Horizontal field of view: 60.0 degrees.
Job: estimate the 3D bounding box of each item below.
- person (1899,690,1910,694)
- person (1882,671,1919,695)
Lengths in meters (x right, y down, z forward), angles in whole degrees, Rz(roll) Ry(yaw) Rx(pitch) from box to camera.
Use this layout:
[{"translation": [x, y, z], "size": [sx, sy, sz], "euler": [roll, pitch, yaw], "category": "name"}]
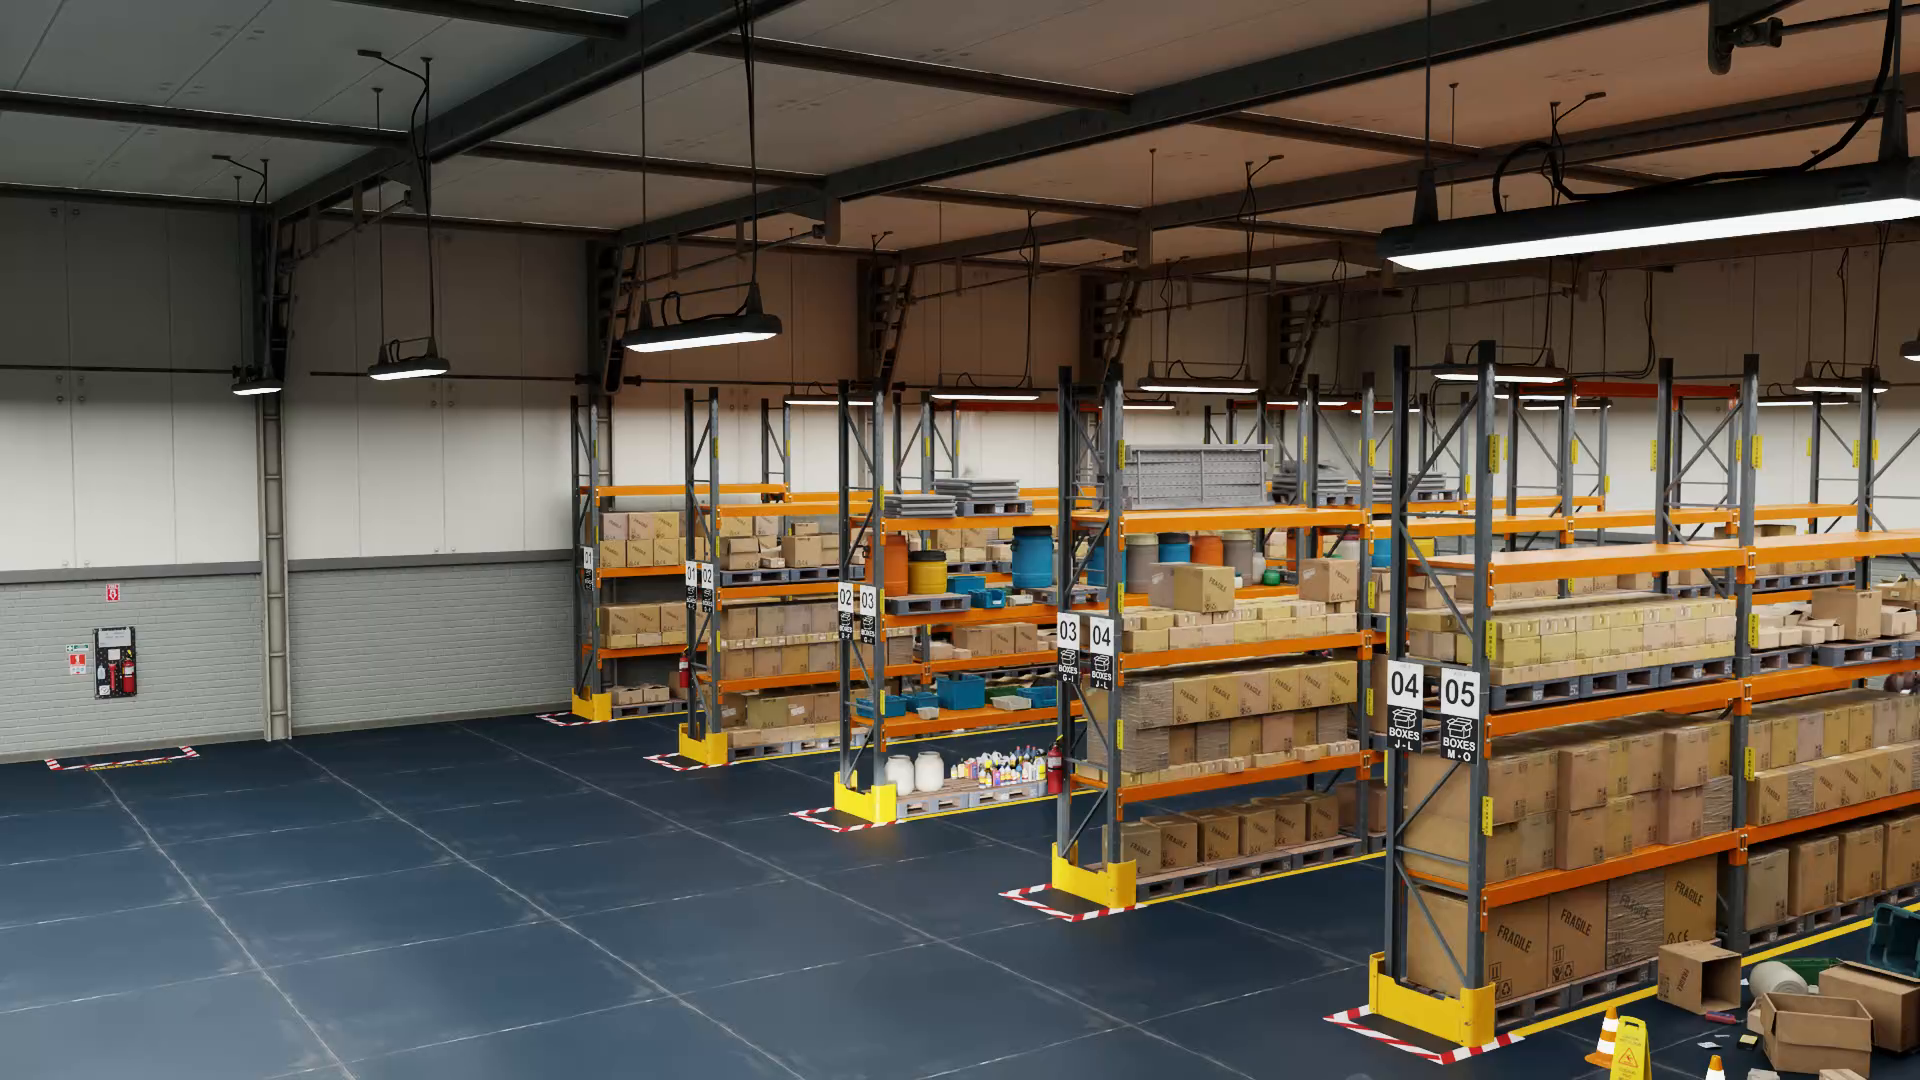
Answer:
[{"translation": [13.034, 2.931, 22.958], "size": [0.622, 1.734, 0.666], "euler": [-2, 4, -31], "category": "person"}, {"translation": [14.937, 2.719, 26.318], "size": [0.602, 1.745, 0.711], "euler": [-3, 4, -39], "category": "person"}]
